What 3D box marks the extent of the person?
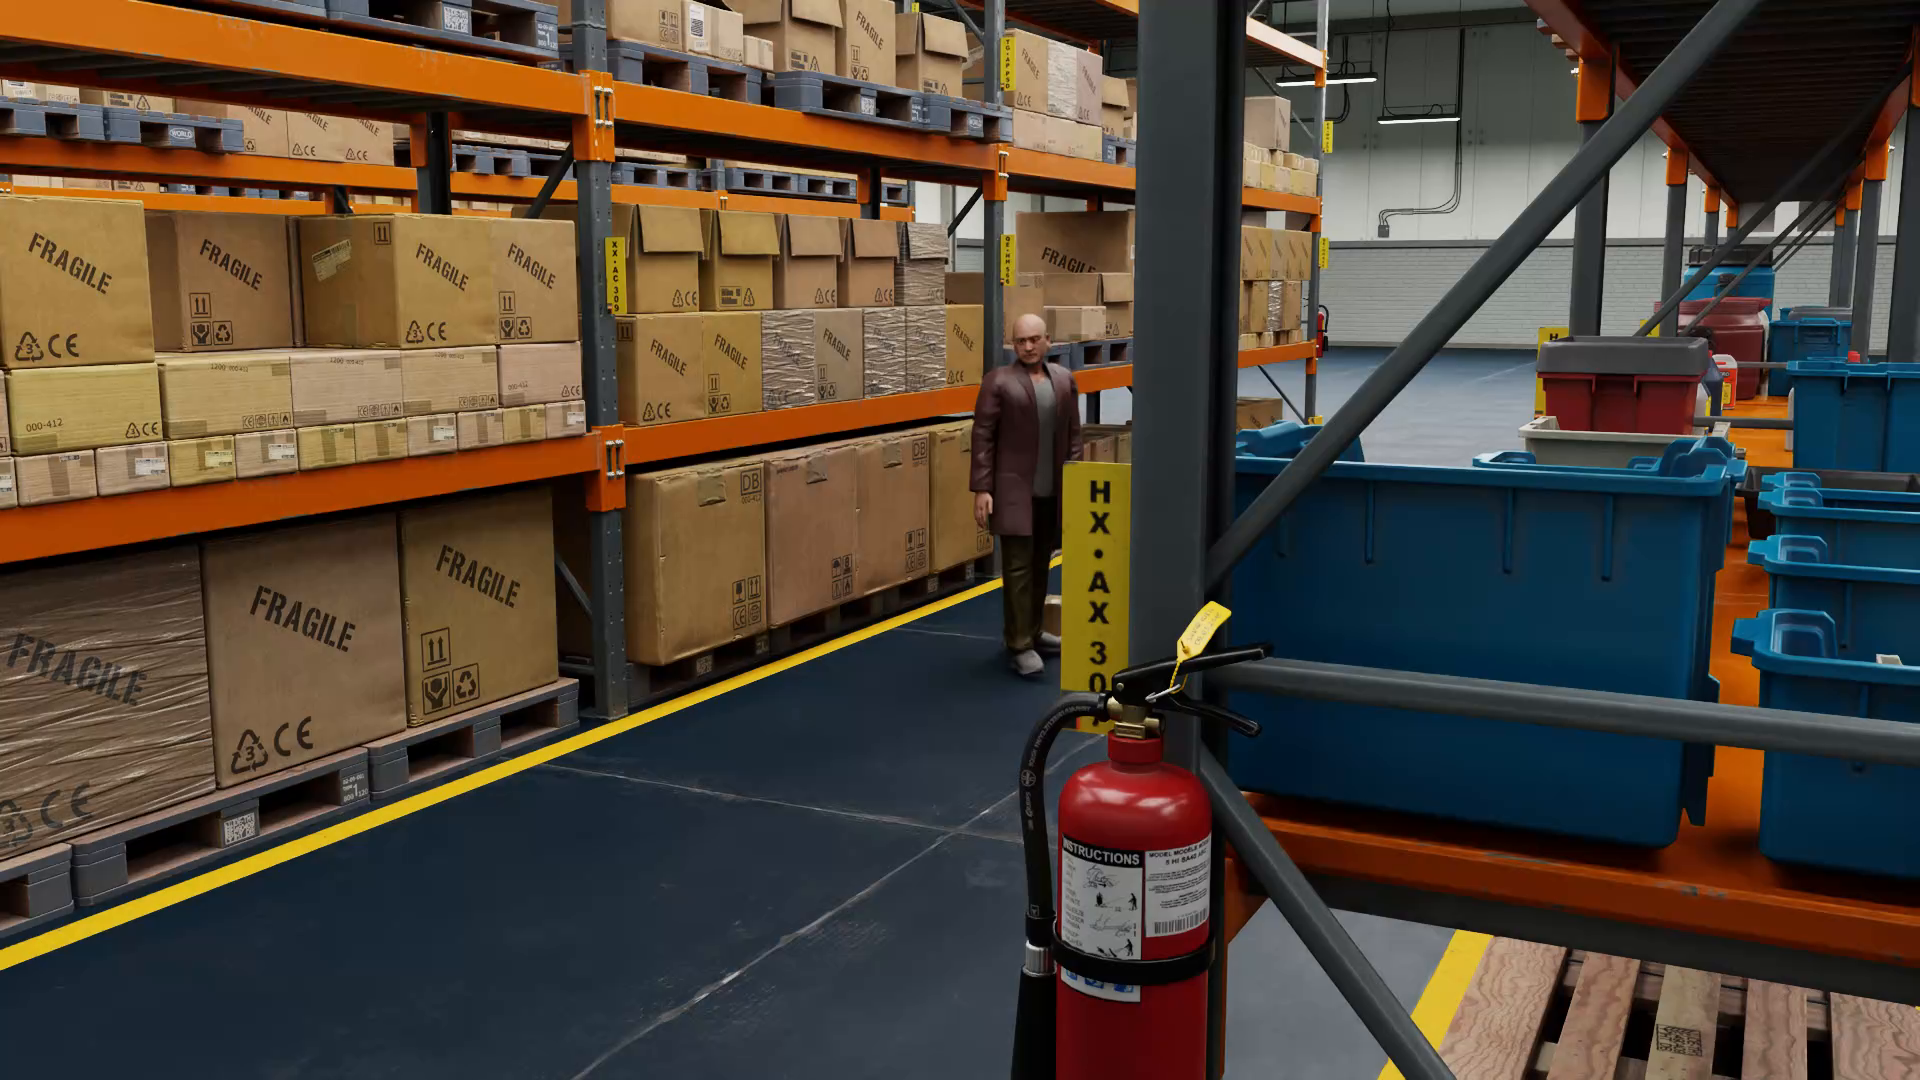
[{"bbox_3d":[0.360,-0.243,8.369,0.630,1.775,0.679,-6,10,-32],"label":"person"}]
